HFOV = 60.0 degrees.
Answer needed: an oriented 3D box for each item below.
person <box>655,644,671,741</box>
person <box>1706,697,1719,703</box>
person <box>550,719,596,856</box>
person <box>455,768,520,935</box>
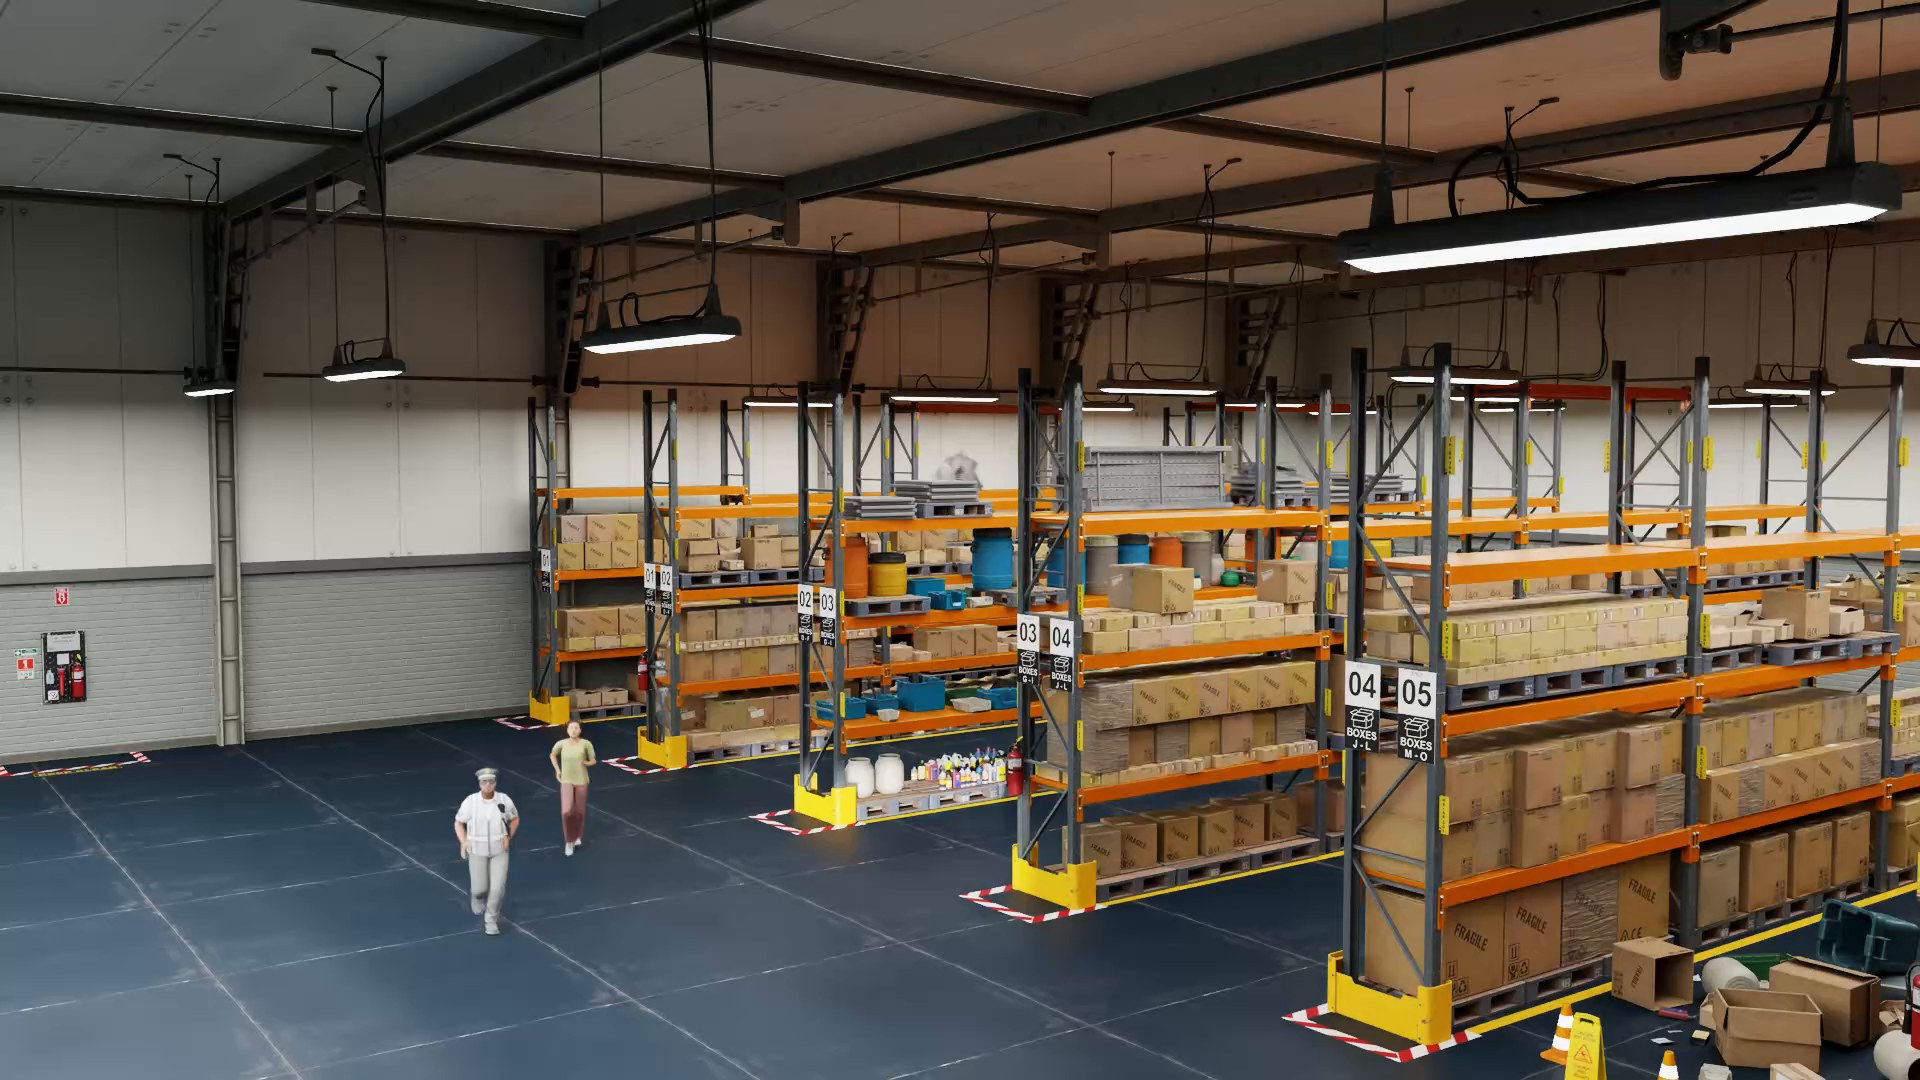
[{"bbox_3d":[-5.066,2.620,28.655,0.822,1.666,0.623,-3,5,-44],"label":"person"},{"bbox_3d":[10.537,2.982,23.371,0.500,1.579,0.730,3,5,44],"label":"person"},{"bbox_3d":[-4.855,3.098,20.917,0.558,1.704,0.654,-1,4,-16],"label":"person"},{"bbox_3d":[-4.991,3.264,17.595,0.664,1.737,0.602,-1,4,-21],"label":"person"}]
